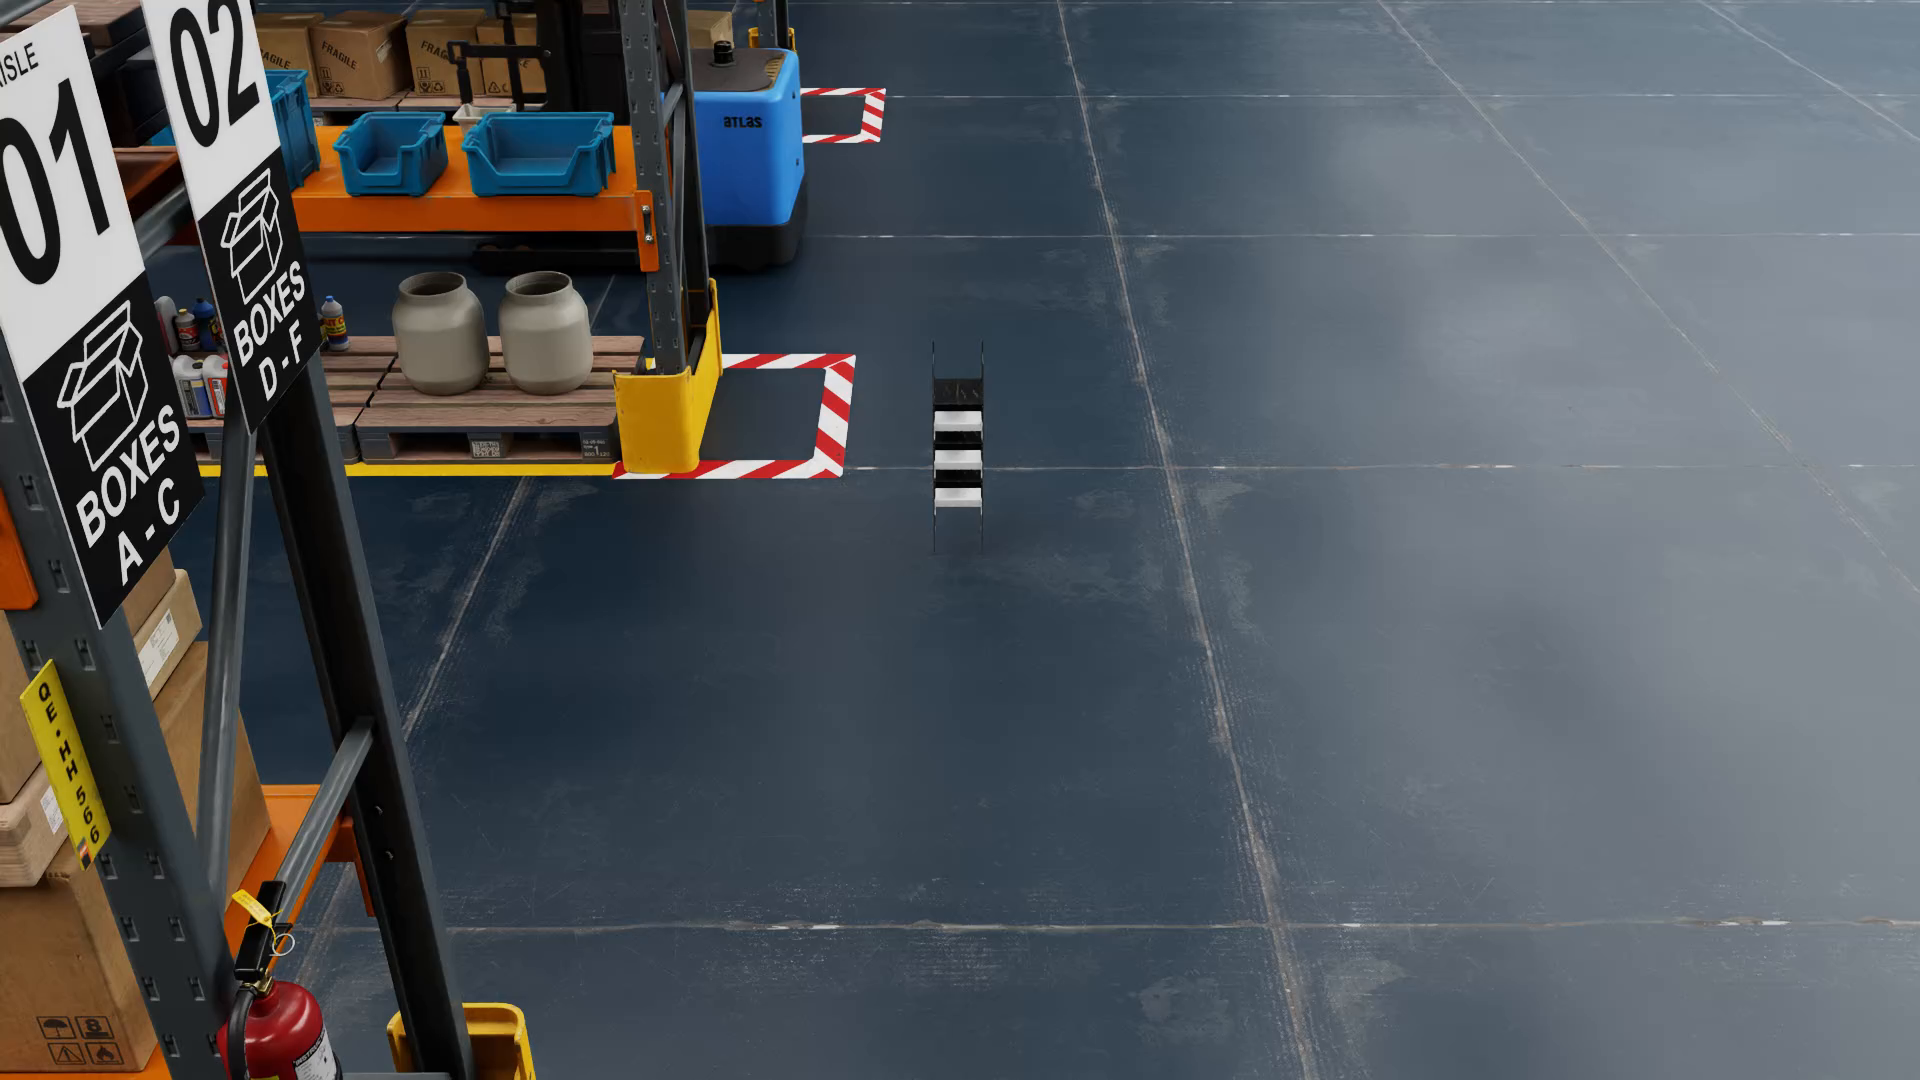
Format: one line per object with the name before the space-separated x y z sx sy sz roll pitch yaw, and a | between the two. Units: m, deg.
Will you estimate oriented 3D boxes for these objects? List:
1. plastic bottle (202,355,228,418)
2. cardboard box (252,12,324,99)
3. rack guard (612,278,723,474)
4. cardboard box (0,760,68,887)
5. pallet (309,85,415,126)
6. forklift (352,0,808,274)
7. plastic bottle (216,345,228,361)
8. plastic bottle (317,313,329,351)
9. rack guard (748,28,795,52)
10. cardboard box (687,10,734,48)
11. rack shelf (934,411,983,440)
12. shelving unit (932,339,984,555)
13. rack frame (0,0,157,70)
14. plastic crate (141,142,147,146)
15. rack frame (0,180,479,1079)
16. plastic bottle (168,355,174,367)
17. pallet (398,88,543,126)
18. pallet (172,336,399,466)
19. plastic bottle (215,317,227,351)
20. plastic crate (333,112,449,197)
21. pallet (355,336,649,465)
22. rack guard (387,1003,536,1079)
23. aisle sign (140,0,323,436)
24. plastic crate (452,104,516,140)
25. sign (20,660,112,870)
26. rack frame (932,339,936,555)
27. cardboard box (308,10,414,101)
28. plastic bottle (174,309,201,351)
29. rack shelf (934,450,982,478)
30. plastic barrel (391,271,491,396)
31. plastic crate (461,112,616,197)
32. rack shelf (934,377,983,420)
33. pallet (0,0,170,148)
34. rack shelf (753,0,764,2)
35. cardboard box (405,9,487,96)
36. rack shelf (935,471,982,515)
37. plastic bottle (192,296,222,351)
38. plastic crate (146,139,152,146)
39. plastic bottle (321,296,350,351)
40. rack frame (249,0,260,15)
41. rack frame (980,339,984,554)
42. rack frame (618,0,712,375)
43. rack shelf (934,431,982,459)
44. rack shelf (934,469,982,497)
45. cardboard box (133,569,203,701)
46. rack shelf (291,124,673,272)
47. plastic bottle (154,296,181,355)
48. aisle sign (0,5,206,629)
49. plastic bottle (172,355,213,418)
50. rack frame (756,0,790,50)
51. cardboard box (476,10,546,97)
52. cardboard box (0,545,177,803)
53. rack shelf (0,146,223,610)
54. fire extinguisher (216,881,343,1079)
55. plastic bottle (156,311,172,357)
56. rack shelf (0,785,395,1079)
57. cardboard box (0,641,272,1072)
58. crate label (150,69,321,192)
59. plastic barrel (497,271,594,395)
plastic bottle | -3.421 -0.724 7.753 0.135 0.276 0.152 0 31 0
cardboard box | -4.964 -3.568 12.244 0.500 0.500 0.500 -1 31 -2
rack guard | -1.410 -0.826 8.130 0.348 0.500 1.175 0 31 0
cardboard box | -1.690 0.430 2.929 0.250 0.149 0.380 -1 31 -1
pallet | -4.693 -3.305 12.493 1.213 0.211 1.003 0 31 0
forklift | -2.492 -3.097 9.530 3.031 2.935 1.130 1 31 1
plastic bottle | -3.422 -0.782 7.842 0.133 0.283 0.061 0 31 0
plastic bottle | -3.253 -1.067 8.391 0.097 0.201 0.097 0 31 0
rack guard | -1.441 -3.420 12.405 0.348 0.500 1.175 0 31 0
cardboard box | -1.989 -3.607 12.307 0.500 0.500 0.500 5 32 9
rack shelf | -0.008 -0.510 6.940 0.200 0.077 0.258 0 31 0
shelving unit | -0.008 -0.385 7.017 0.210 0.900 0.258 0 31 0
rack frame | -1.309 -1.915 1.731 0.127 3.000 1.000 0 31 0
plastic crate | -3.976 -1.675 7.322 0.662 0.188 0.450 0 31 0
rack frame | -1.309 0.650 3.288 0.127 3.000 1.000 0 31 0
plastic bottle | -3.725 -0.753 7.728 0.185 0.351 0.144 1 31 2
pallet | -3.470 -3.310 12.502 1.213 0.211 1.003 0 31 0
pallet | -3.440 -0.701 8.202 1.213 0.211 1.003 0 31 0
plastic bottle | -3.692 -1.066 8.388 0.097 0.201 0.097 0 31 0
plastic crate | -2.483 -1.700 7.304 0.408 0.251 0.499 0 31 0
pallet | -2.223 -0.703 8.206 1.213 0.211 1.003 0 31 0
rack guard | -1.285 1.718 3.936 0.348 0.500 1.175 0 31 0
aisle sign | -1.245 -0.621 2.876 0.004 0.787 0.394 0 31 0
plastic crate | -2.232 -1.971 7.861 0.250 0.136 0.298 0 31 0
sign | -1.319 0.335 2.462 0.005 0.325 0.100 0 31 0
rack frame | -0.110 -0.384 7.016 0.006 0.900 0.240 0 31 0
cardboard box | -4.392 -3.574 12.253 0.500 0.500 0.500 10 33 15
plastic bottle | -3.897 -1.065 8.387 0.097 0.201 0.097 0 31 0
rack shelf | -0.008 -0.356 7.034 0.200 0.077 0.258 0 31 0
plastic barrel | -2.494 -0.992 7.988 0.421 0.512 0.421 0 31 0
plastic crate | -1.833 -1.699 7.303 0.616 0.251 0.499 0 31 0
rack shelf | -0.008 -0.587 6.894 0.200 0.077 0.258 0 31 0
pallet | -2.016 -0.606 2.551 1.213 0.211 1.003 0 31 0
rack shelf | -3.365 -4.175 11.933 4.000 0.370 1.077 0 31 0
cardboard box | -3.771 -3.616 12.323 0.500 0.500 0.500 -3 31 -5
rack shelf | -0.008 -0.202 7.127 0.200 0.077 0.258 0 31 0
plastic bottle | -3.795 -1.095 8.370 0.097 0.271 0.097 0 31 0
plastic crate | -3.712 -1.931 7.795 0.437 0.136 0.530 0 31 0
plastic bottle | -3.150 -1.097 8.373 0.097 0.271 0.097 0 31 0
rack frame | -5.365 -4.476 11.736 0.127 3.000 1.000 0 31 0
rack frame | 0.094 -0.385 7.017 0.006 0.900 0.240 0 31 0
rack frame | -1.335 -1.920 7.522 0.127 3.000 1.000 0 31 0
rack shelf | -0.008 -0.433 6.987 0.200 0.077 0.258 0 31 0
rack shelf | -0.008 -0.279 7.081 0.200 0.077 0.258 0 31 0
cardboard box | -1.702 0.219 3.276 0.250 0.149 0.380 0 31 -1
rack shelf | -3.335 -1.606 7.699 4.000 0.370 1.077 0 31 0
plastic bottle | -4.015 -1.082 8.344 0.135 0.276 0.152 0 31 1
aisle sign | -1.241 -0.310 2.363 0.004 0.787 0.394 0 31 0
plastic bottle | -3.560 -0.723 7.752 0.135 0.276 0.152 -1 31 -2
rack frame | -1.365 -4.489 11.757 0.127 3.000 1.000 0 31 0
cardboard box | -3.213 -3.595 12.288 0.500 0.500 0.500 3 31 4
cardboard box | -1.828 0.047 2.933 0.500 0.500 0.700 0 31 0
rack shelf | -3.309 -0.319 2.686 4.000 0.370 1.077 0 31 0
fire extinguisher | -1.188 0.923 2.911 0.183 0.674 0.296 0 31 0
plastic bottle | -4.014 -1.030 8.251 0.133 0.283 0.061 0 31 0
rack shelf | -3.309 0.963 3.464 4.000 0.370 1.077 0 31 0
cardboard box | -1.776 0.602 3.270 0.500 0.500 0.700 0 31 0
crate label | -3.174 -1.789 7.273 0.616 0.435 0.502 0 31 0
plastic barrel | -1.992 -0.994 7.990 0.421 0.512 0.421 0 31 0
